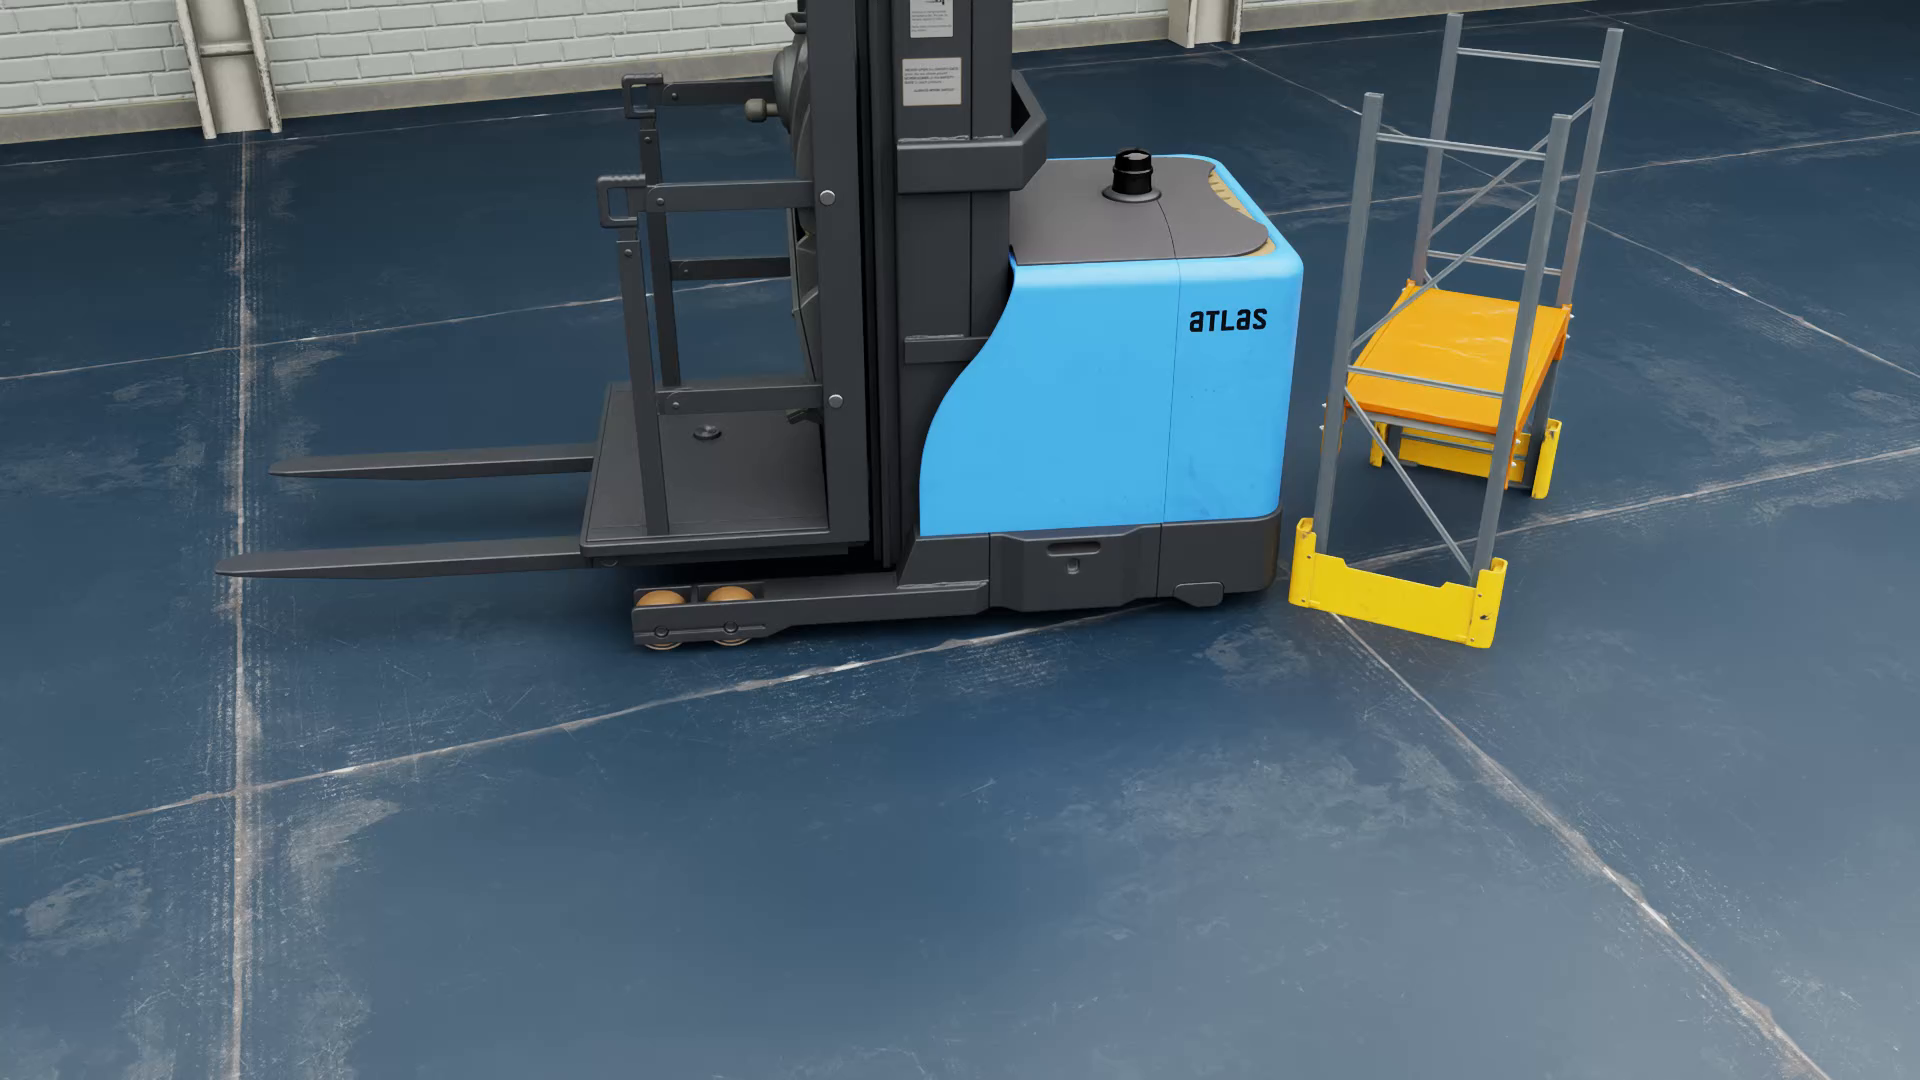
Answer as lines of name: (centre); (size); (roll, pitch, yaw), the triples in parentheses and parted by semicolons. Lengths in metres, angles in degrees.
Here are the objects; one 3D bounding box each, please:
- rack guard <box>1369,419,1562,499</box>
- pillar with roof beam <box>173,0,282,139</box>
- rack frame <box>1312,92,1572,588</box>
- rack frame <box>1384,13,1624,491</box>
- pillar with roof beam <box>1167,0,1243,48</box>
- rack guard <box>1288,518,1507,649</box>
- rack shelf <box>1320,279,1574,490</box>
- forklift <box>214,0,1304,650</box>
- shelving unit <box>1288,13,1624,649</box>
rack guard: (1.683, -0.323, 5.565); (0.587, 0.250, 0.087); (13, 32, 22)
pillar with roof beam: (-2.501, -4.214, 3.557); (0.400, 9.000, 9.100); (-10, 31, -18)
rack frame: (1.249, -0.422, 4.475); (0.500, 1.500, 0.032); (13, 32, 22)
rack frame: (1.691, -0.875, 5.270); (0.500, 1.500, 0.032); (13, 32, 22)
pillar with roof beam: (3.123, -5.250, 5.374); (0.400, 9.000, 9.100); (-10, 31, -18)
rack guard: (1.250, 0.121, 4.785); (0.587, 0.250, 0.087); (13, 32, 22)
rack shelf: (1.470, -0.492, 4.962); (0.538, 0.185, 1.000); (13, 32, 22)
forklift: (-0.619, -1.239, 4.464); (3.031, 2.935, 1.130); (-3, 30, -6)
shelving unit: (1.466, -0.644, 4.866); (0.587, 1.500, 1.083); (13, 32, 22)
